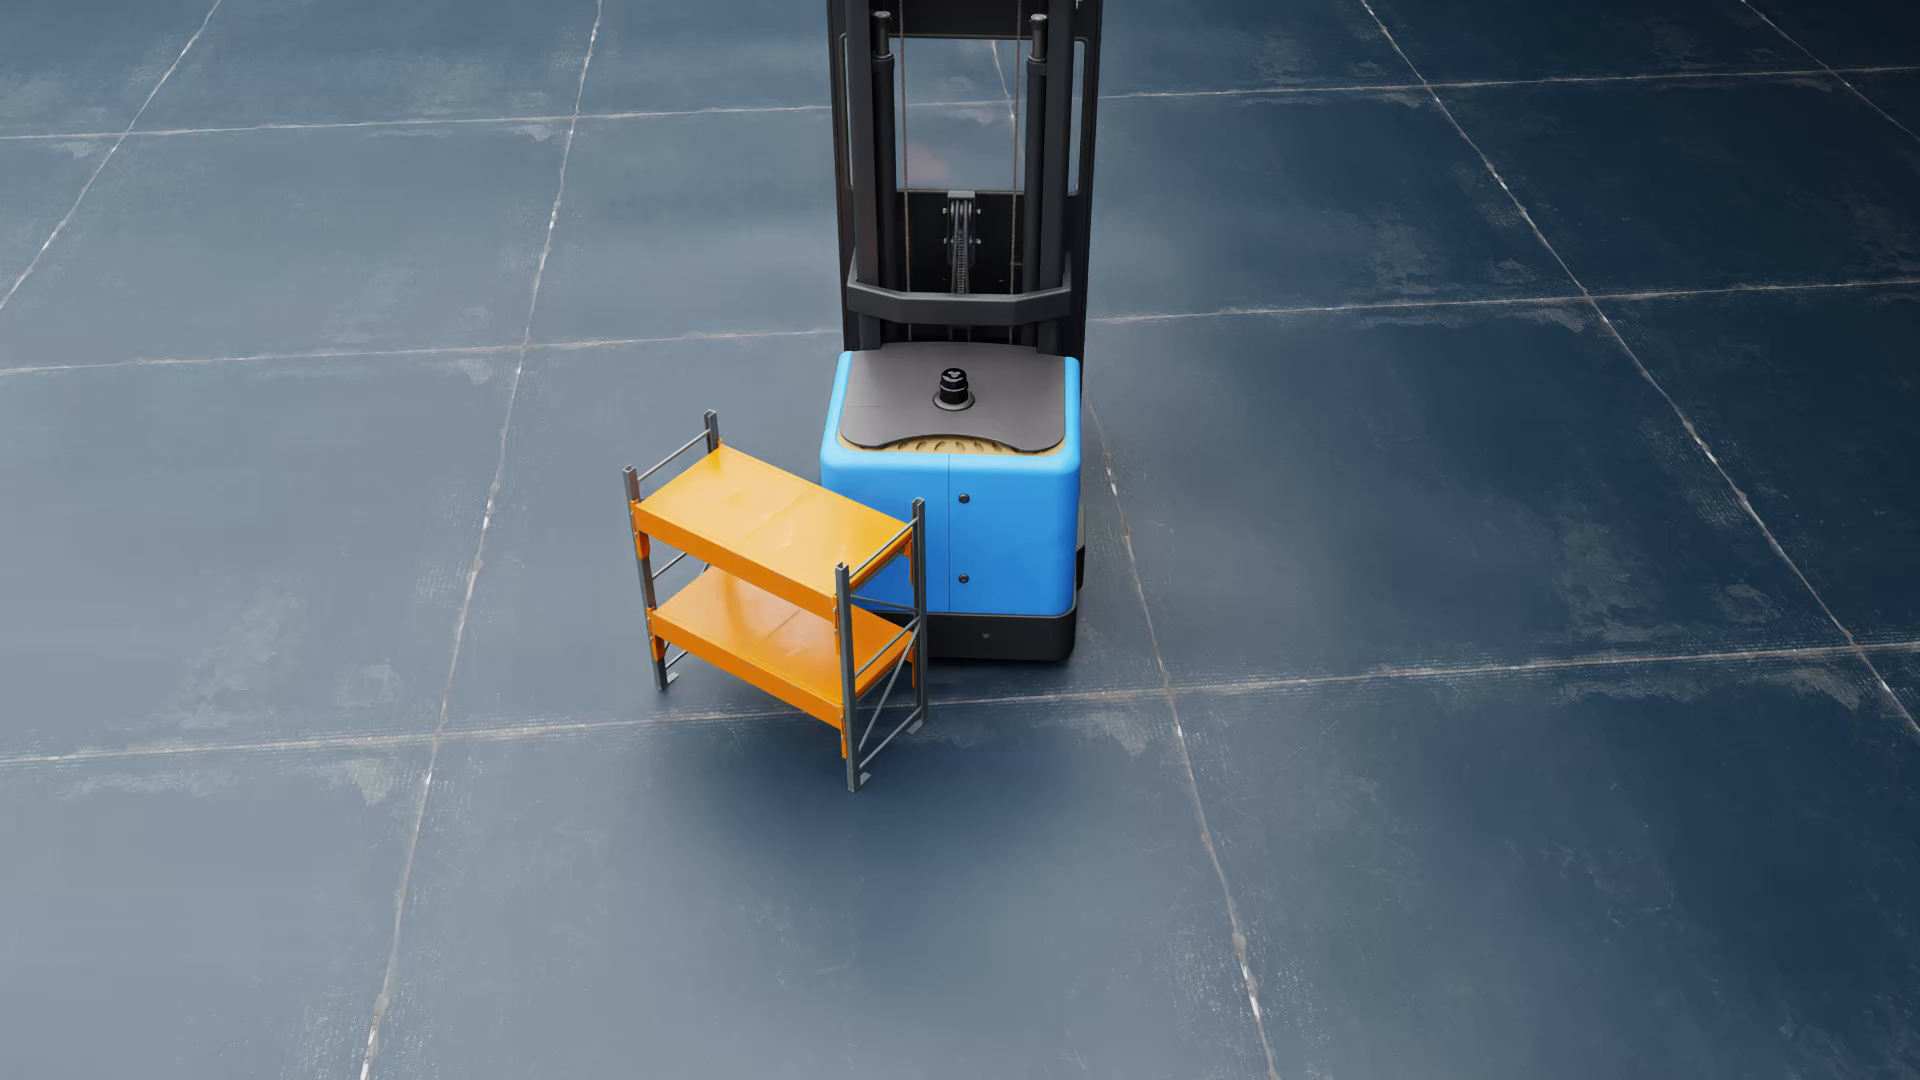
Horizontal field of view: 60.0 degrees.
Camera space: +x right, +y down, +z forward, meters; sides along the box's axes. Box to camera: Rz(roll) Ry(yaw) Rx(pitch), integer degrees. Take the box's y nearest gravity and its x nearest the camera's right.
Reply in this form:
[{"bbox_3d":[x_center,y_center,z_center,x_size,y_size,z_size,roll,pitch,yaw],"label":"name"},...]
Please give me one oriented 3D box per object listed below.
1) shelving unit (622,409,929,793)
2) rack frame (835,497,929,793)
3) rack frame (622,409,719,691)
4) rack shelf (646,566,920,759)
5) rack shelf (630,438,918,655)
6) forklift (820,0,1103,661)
[{"bbox_3d":[-0.702,0.235,6.544,1.048,1.125,0.538,23,44,27],"label":"shelving unit"},{"bbox_3d":[-0.284,0.415,6.316,0.032,1.125,0.500,23,44,27],"label":"rack frame"},{"bbox_3d":[-1.119,0.056,6.771,0.032,1.125,0.500,23,44,27],"label":"rack frame"},{"bbox_3d":[-0.702,0.427,6.695,1.000,0.278,0.538,23,44,27],"label":"rack shelf"},{"bbox_3d":[-0.702,0.006,6.362,1.000,0.278,0.538,23,44,27],"label":"rack shelf"},{"bbox_3d":[0.031,-1.536,7.330,1.130,2.935,3.031,2,38,2],"label":"forklift"}]
